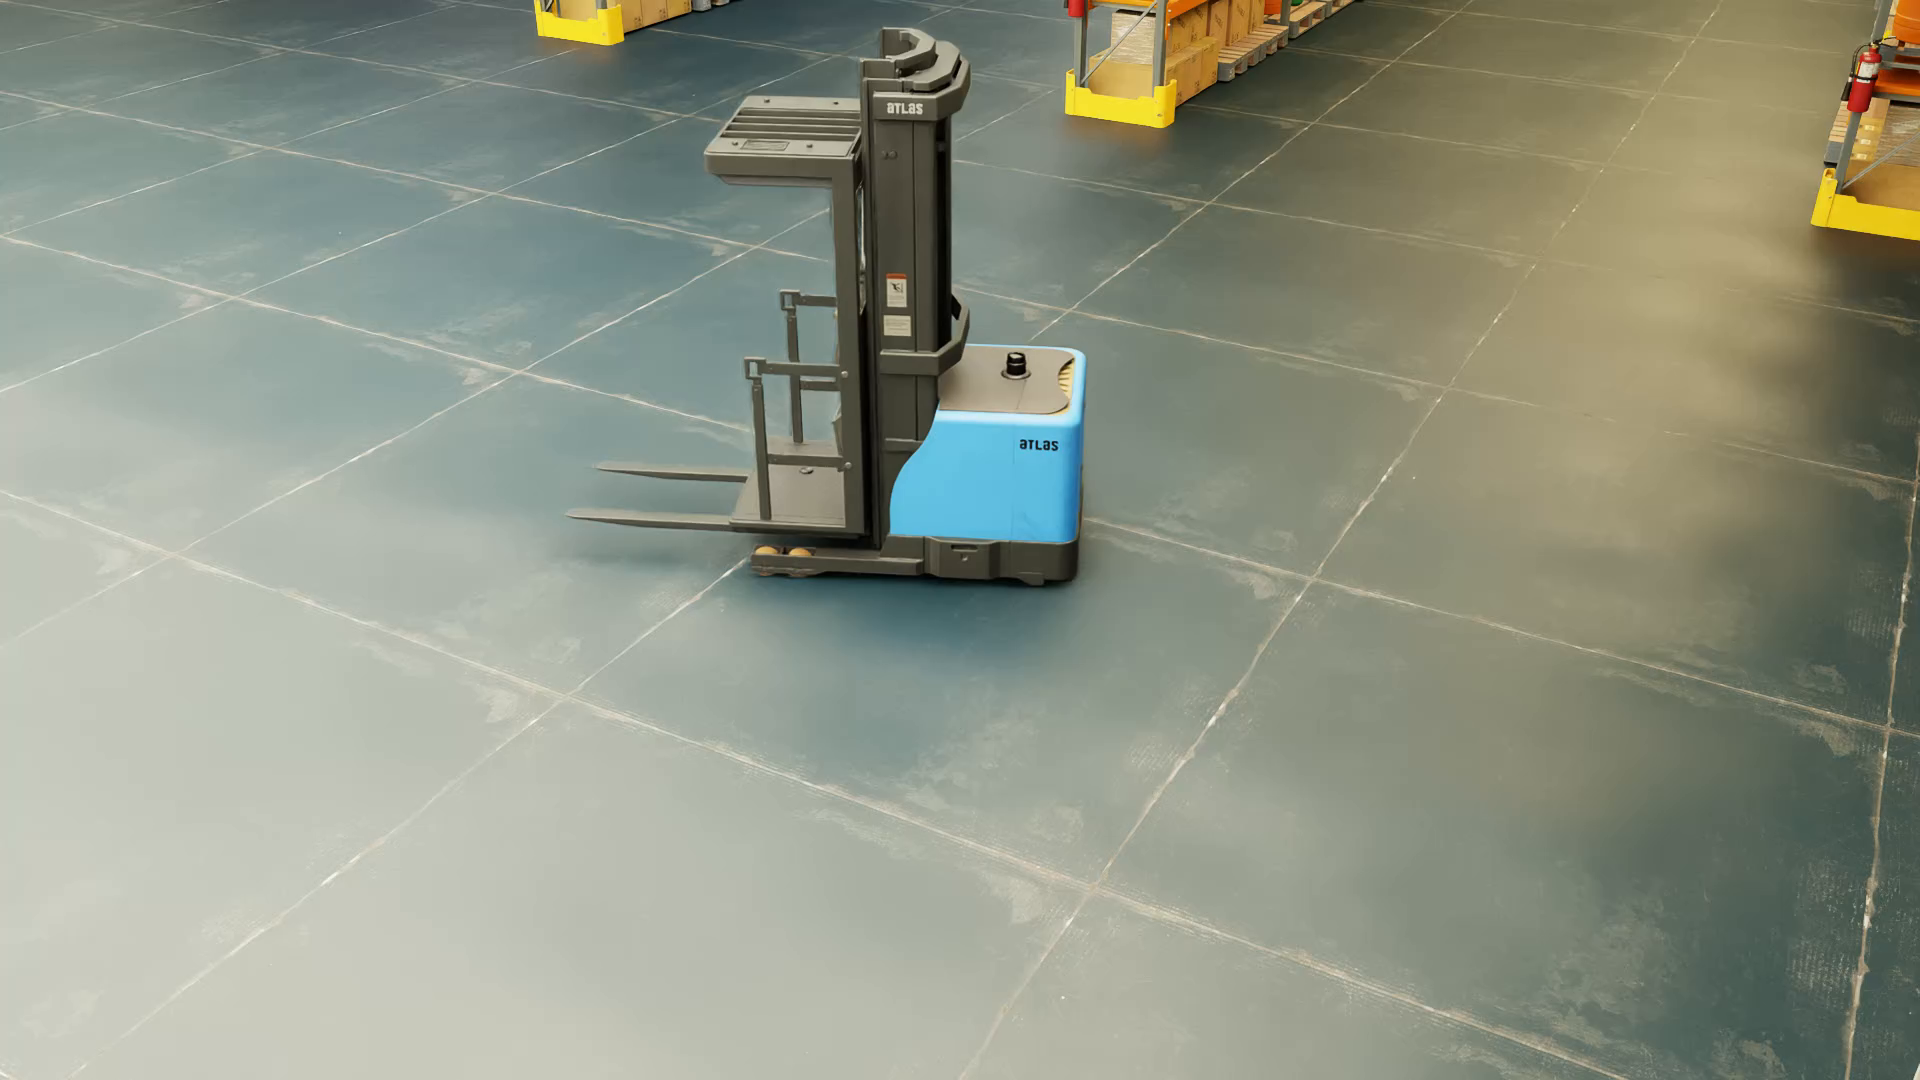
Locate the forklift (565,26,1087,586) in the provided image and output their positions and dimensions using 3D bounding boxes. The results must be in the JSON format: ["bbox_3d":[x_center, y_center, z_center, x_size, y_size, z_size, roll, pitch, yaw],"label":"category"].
[{"bbox_3d":[-0.793,-1.310,9.341,3.031,2.935,1.130,3,30,5],"label":"forklift"}]

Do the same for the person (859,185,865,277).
[{"bbox_3d":[-0.458,-1.982,11.682,0.557,1.759,0.799,-6,31,-11],"label":"person"}]
